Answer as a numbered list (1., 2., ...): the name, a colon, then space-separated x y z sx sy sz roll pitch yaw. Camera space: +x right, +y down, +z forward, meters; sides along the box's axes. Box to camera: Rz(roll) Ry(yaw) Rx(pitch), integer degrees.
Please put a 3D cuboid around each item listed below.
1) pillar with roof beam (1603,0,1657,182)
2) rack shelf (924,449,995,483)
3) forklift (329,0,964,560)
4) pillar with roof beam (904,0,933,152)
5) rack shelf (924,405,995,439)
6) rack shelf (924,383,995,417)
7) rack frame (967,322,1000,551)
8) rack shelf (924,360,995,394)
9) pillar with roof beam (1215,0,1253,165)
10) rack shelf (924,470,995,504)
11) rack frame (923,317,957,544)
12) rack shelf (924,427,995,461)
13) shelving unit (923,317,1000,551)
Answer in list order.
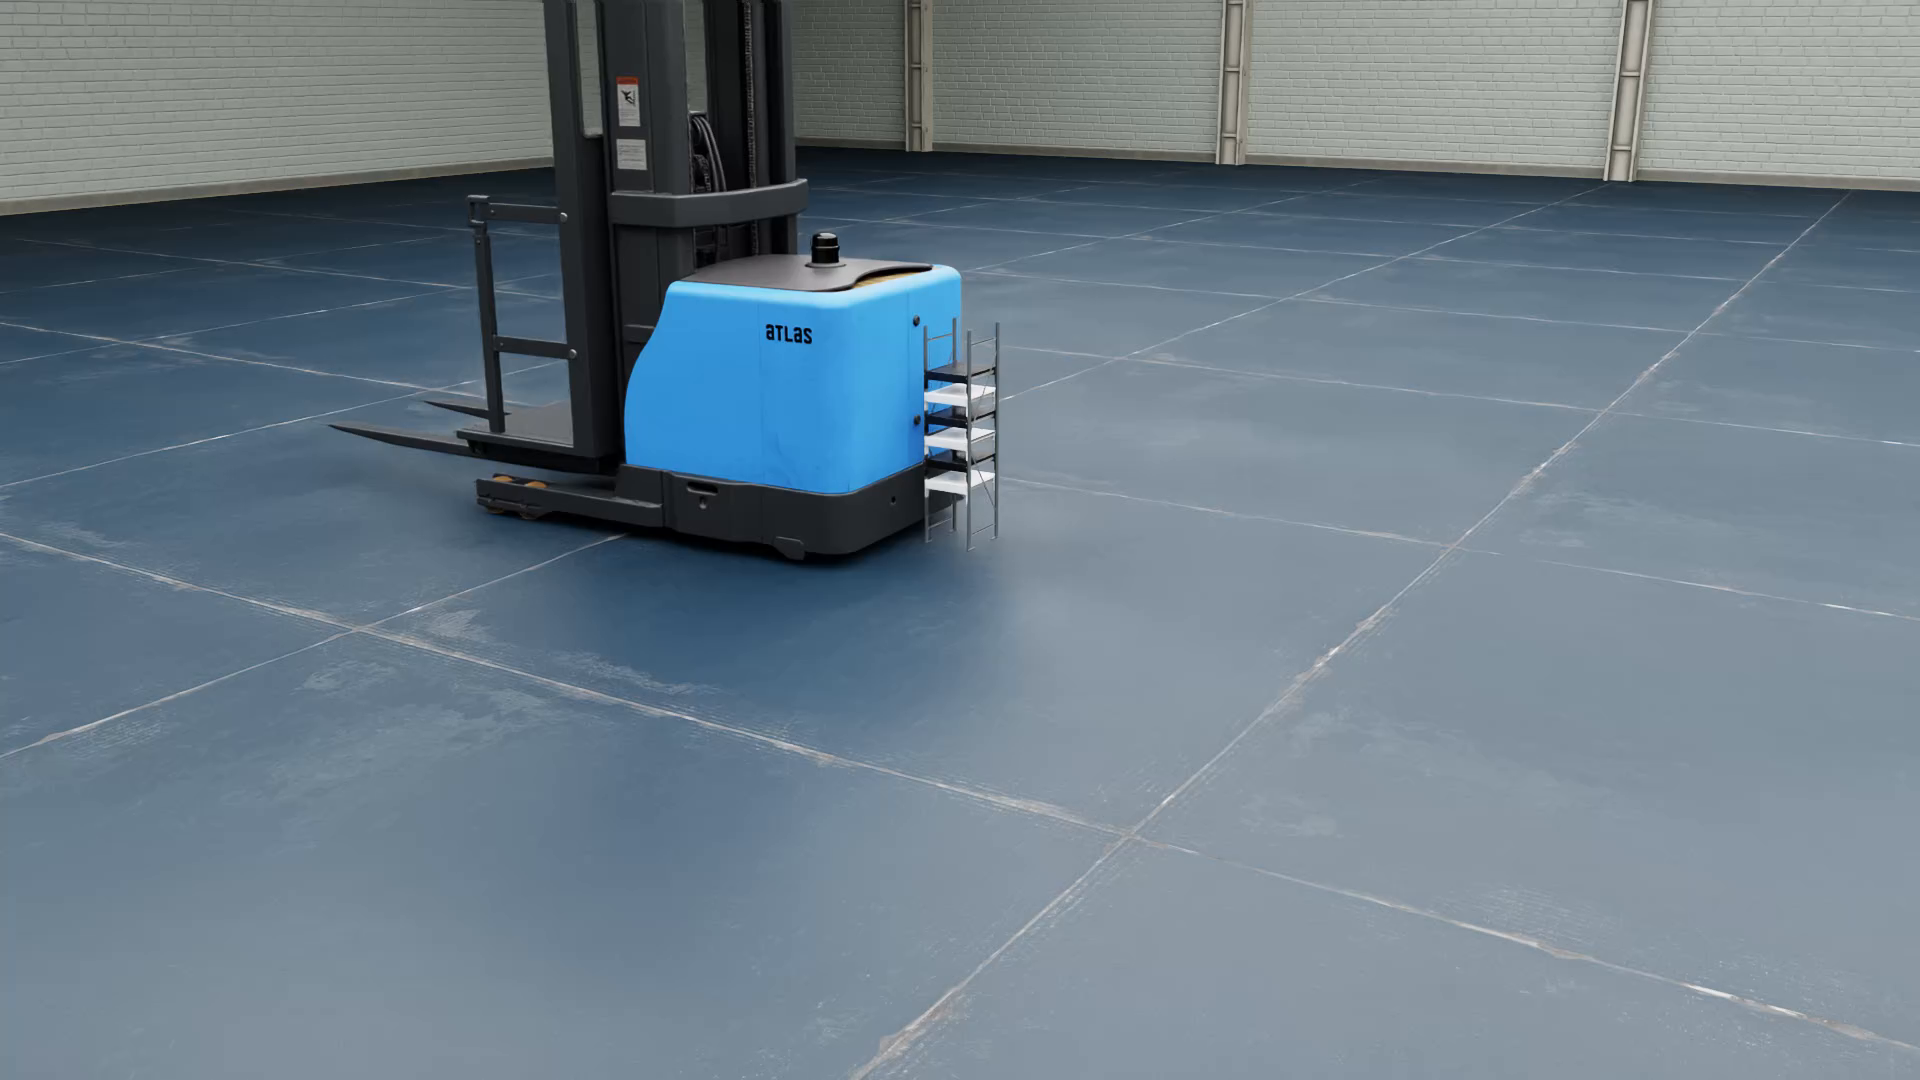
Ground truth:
1. pillar with roof beam: 7.241 -8.419 19.114 0.400 9.000 9.100 10 20 30
2. rack shelf: 0.007 -0.311 6.782 0.200 0.077 0.258 10 20 30
3. forklift: -1.522 -1.611 7.141 3.031 2.935 1.130 9 19 28
4. pillar with roof beam: -2.984 -10.244 25.123 0.400 9.000 9.100 10 20 30
5. rack shelf: 0.007 -0.484 6.730 0.200 0.077 0.258 10 20 30
6. rack shelf: 0.007 -0.570 6.704 0.200 0.077 0.258 10 20 30
7. rack frame: 0.094 -0.414 6.695 0.006 0.900 0.240 10 20 30
8. rack shelf: 0.007 -0.656 6.678 0.200 0.077 0.258 10 20 30
9. pillar with roof beam: 2.128 -9.331 22.118 0.400 9.000 9.100 10 20 30
10. rack shelf: 0.007 -0.225 6.808 0.200 0.077 0.258 10 20 30
11. rack frame: -0.080 -0.445 6.797 0.006 0.900 0.240 10 20 30
12. rack shelf: 0.007 -0.397 6.756 0.200 0.077 0.258 10 20 30
13. shelving unit: 0.007 -0.429 6.746 0.210 0.900 0.258 10 20 30
